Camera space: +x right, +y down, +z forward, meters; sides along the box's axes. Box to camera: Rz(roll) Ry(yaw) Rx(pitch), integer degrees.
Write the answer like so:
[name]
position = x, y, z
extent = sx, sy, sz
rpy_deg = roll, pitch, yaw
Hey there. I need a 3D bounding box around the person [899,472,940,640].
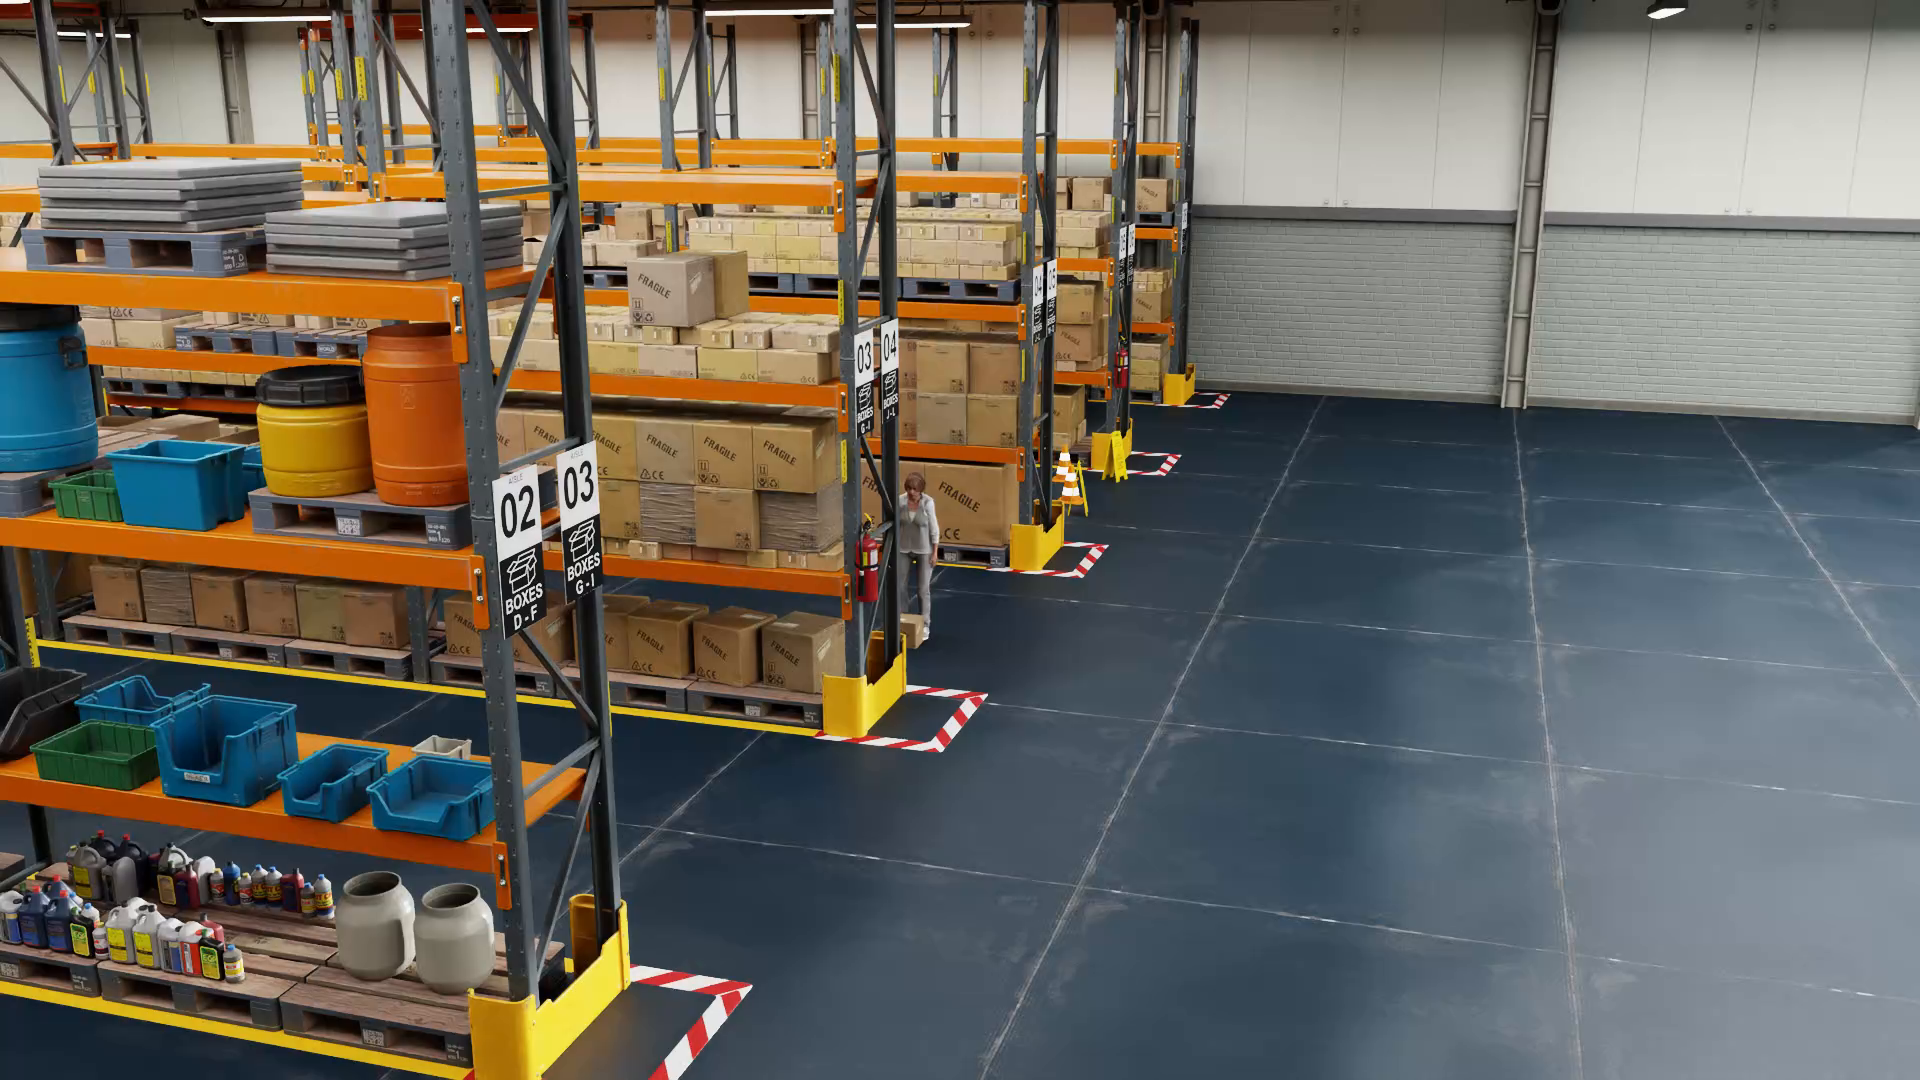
[person]
position = -0.429, 0.140, 15.442
extent = 0.480, 1.579, 0.347
rpy_deg = 3, 16, 13
